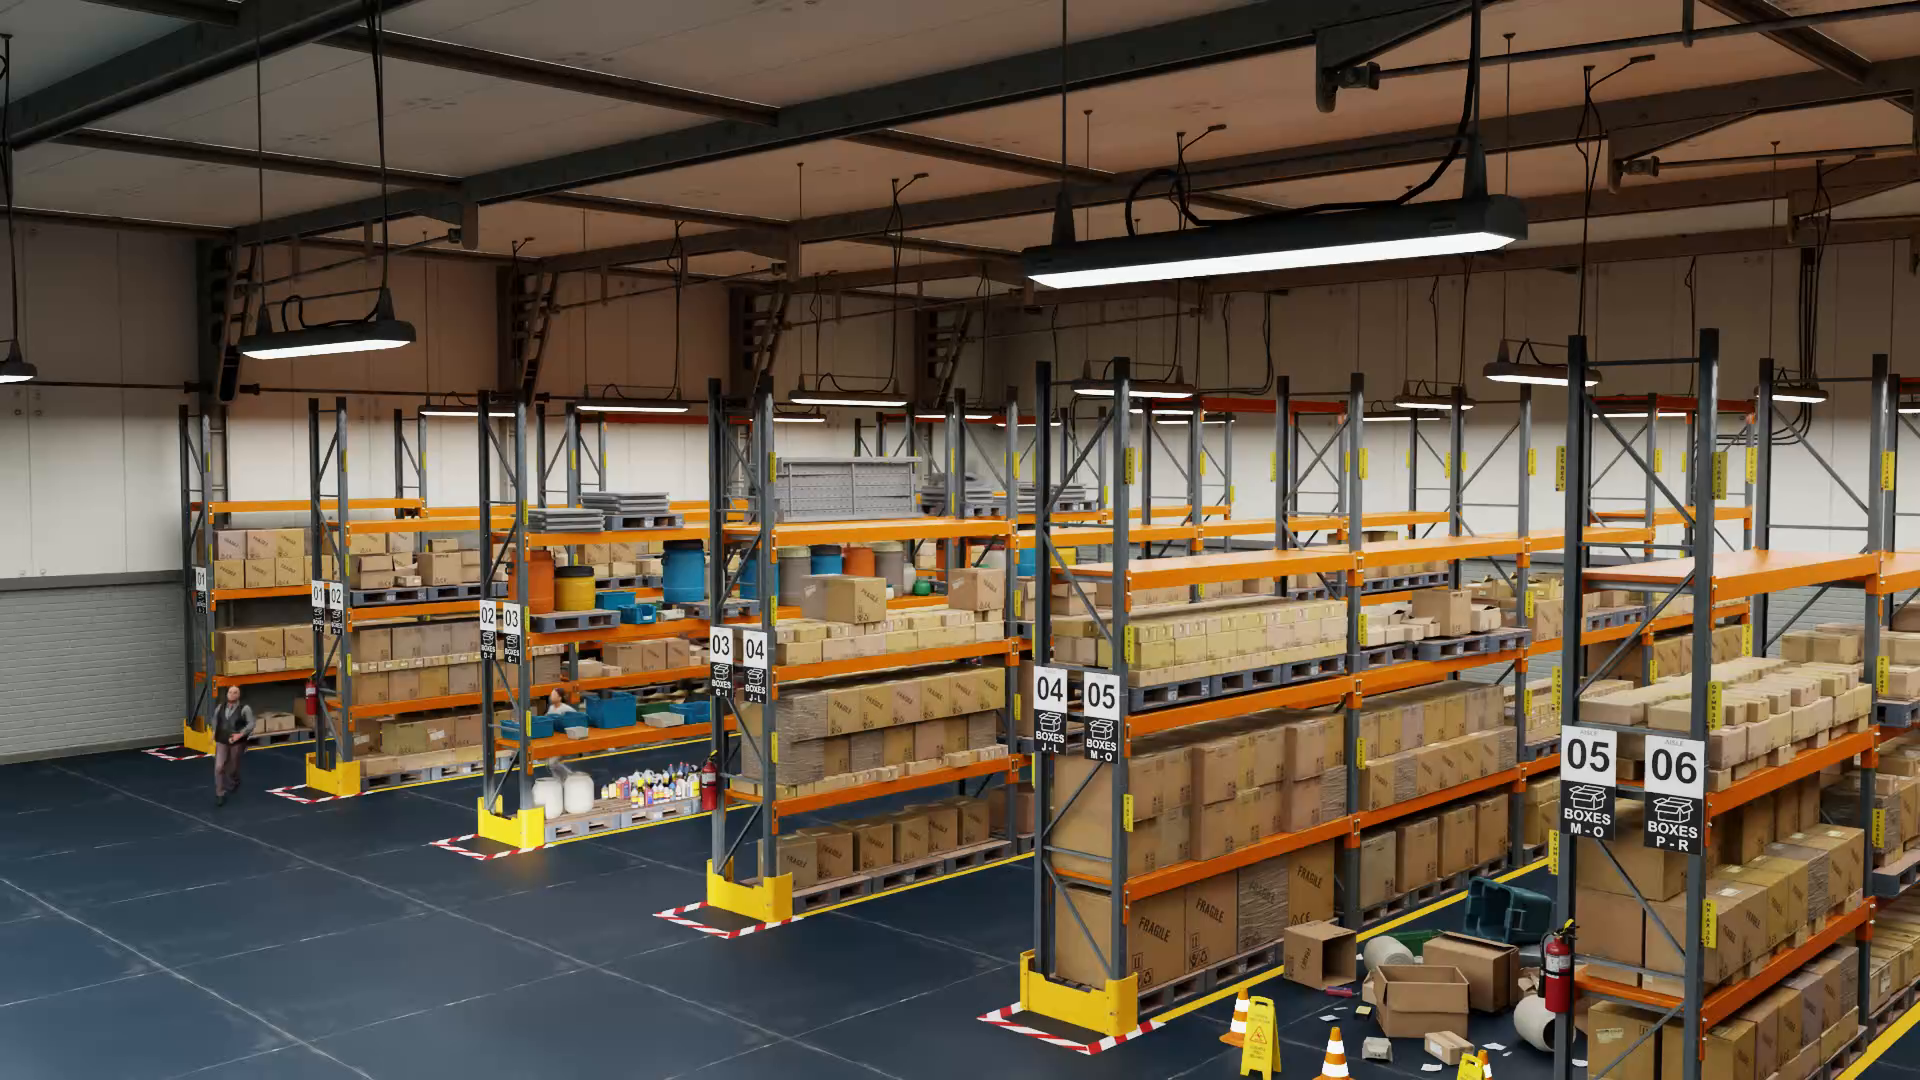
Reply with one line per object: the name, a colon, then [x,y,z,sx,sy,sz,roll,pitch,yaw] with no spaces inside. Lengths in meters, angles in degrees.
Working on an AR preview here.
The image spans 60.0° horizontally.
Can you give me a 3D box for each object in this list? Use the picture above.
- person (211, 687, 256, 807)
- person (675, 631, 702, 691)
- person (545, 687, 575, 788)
person: [-10.780,3.026,24.630,0.670,1.710,0.844,0,3,-8]
person: [-5.371,2.566,32.342,0.697,1.831,0.966,2,4,39]
person: [-6.057,3.025,24.955,0.577,1.617,0.569,2,4,37]
